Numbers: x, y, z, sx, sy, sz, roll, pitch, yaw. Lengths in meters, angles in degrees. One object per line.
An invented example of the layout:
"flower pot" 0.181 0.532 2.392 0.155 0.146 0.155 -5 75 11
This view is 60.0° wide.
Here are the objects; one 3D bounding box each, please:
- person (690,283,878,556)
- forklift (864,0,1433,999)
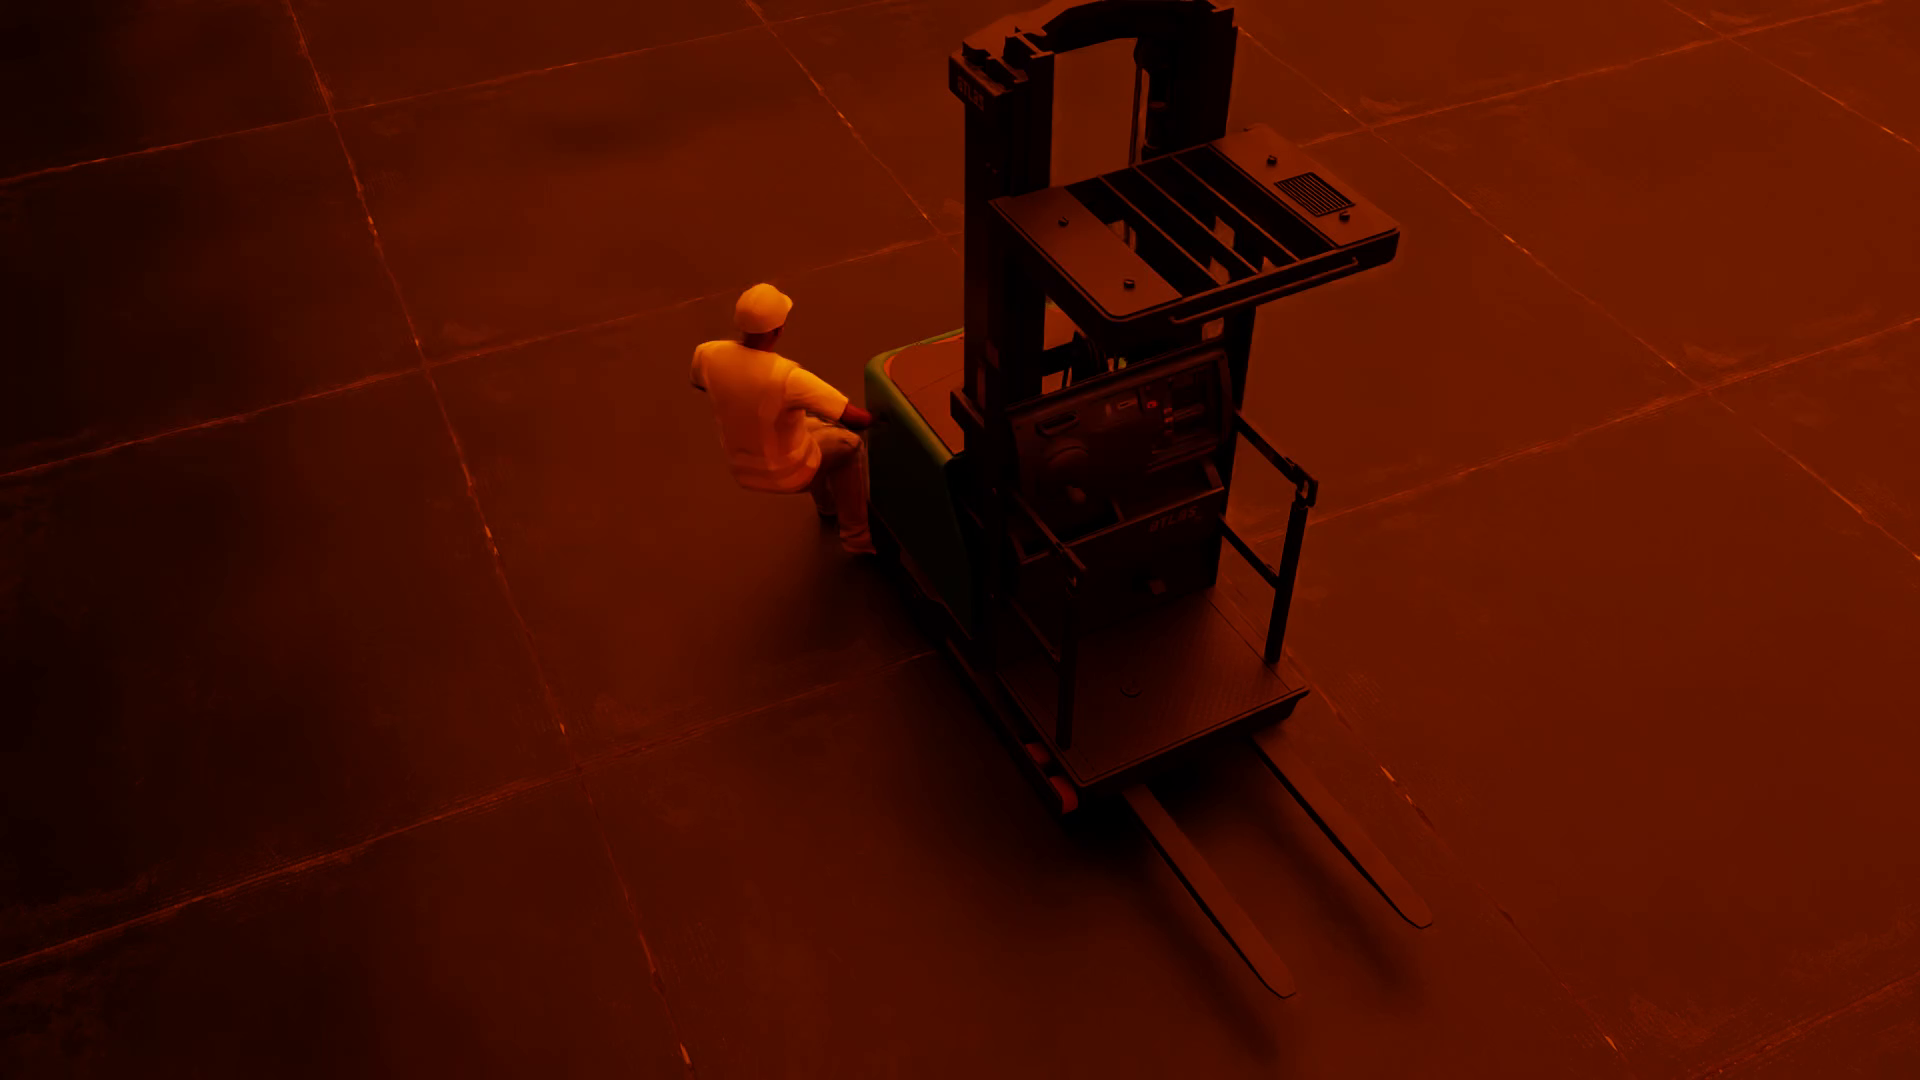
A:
"person" -0.707 -0.558 7.348 0.861 1.541 0.875 16 45 17
"forklift" 0.710 -0.329 6.033 1.130 2.935 3.031 -20 47 -20
